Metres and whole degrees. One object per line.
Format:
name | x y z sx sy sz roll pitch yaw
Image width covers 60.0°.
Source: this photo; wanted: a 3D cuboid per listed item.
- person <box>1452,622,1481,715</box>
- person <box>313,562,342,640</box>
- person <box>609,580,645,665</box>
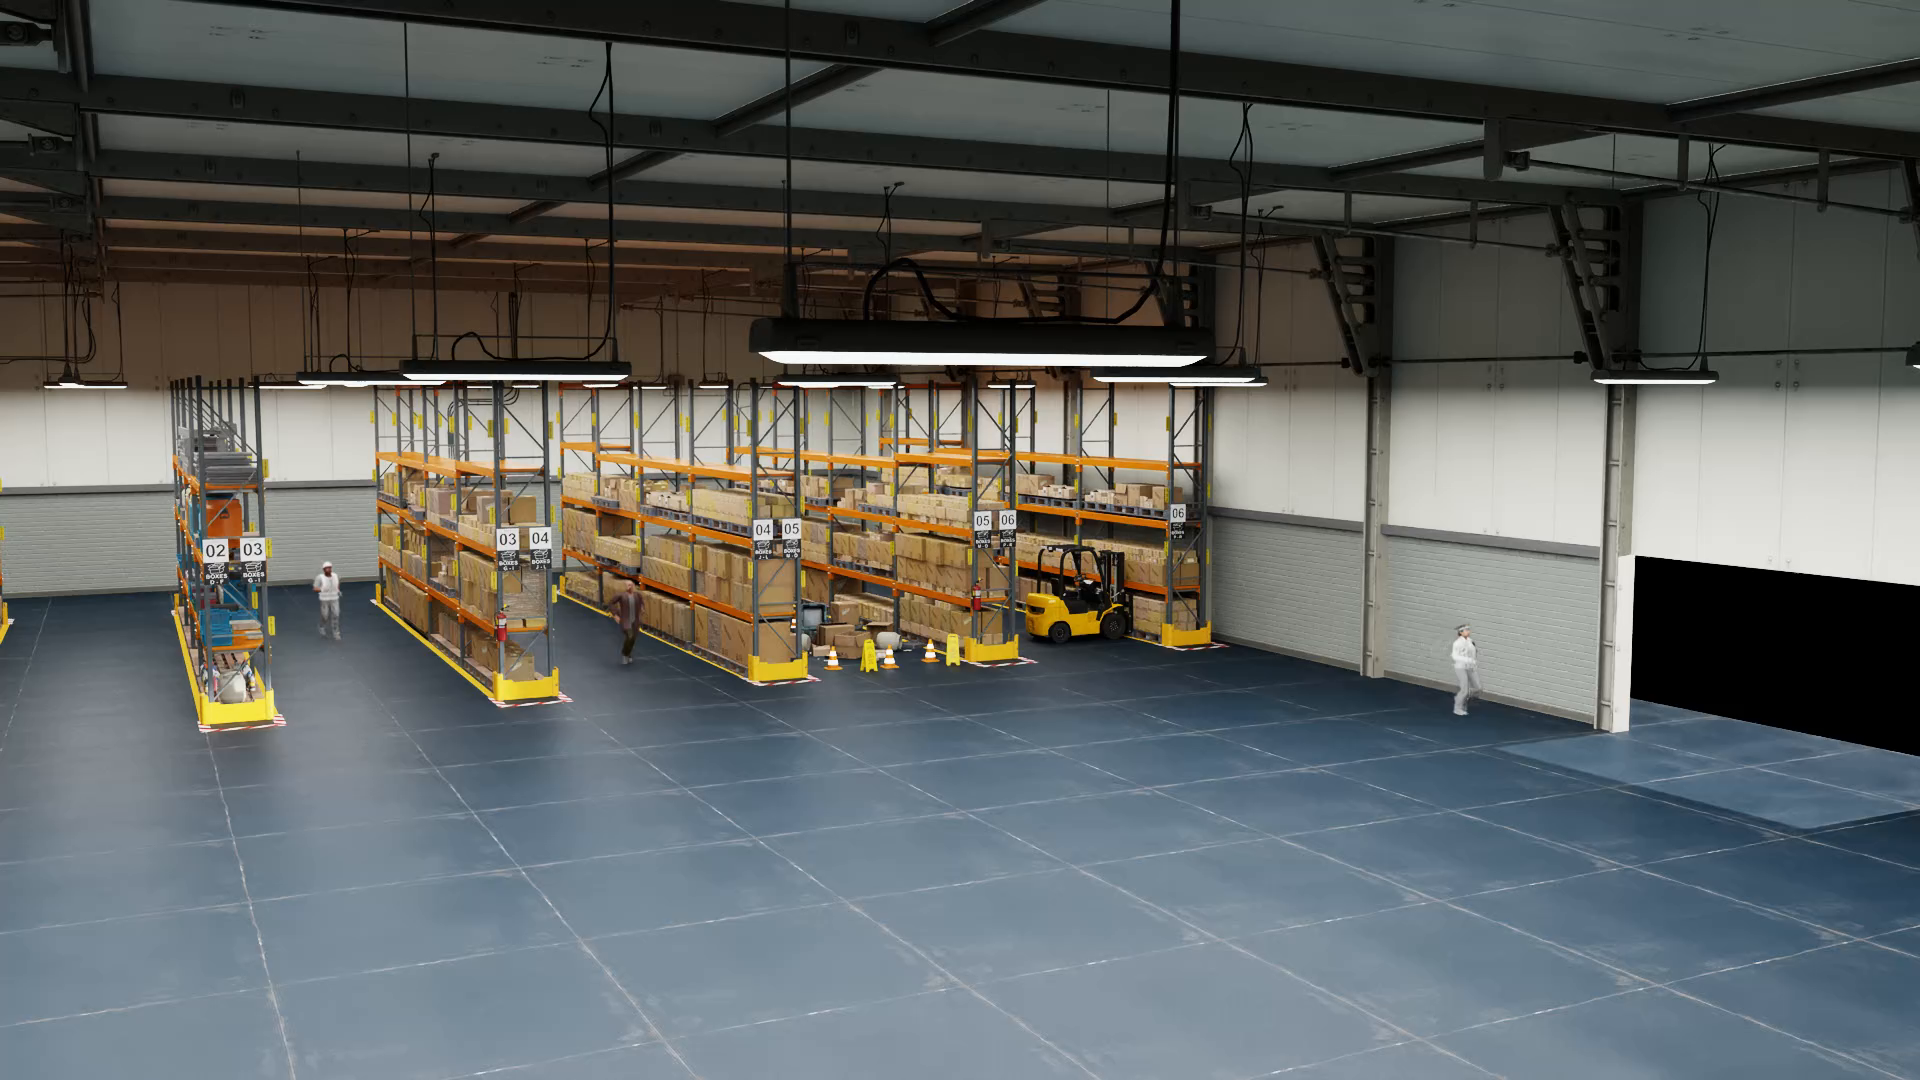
person | 8.971 2.276 29.354 0.602 1.655 0.554 -3 6 -32
person | -14.566 1.393 38.380 0.681 1.775 0.982 -4 7 -41
person | -6.944 1.739 35.016 0.701 1.792 0.766 -4 7 -39
